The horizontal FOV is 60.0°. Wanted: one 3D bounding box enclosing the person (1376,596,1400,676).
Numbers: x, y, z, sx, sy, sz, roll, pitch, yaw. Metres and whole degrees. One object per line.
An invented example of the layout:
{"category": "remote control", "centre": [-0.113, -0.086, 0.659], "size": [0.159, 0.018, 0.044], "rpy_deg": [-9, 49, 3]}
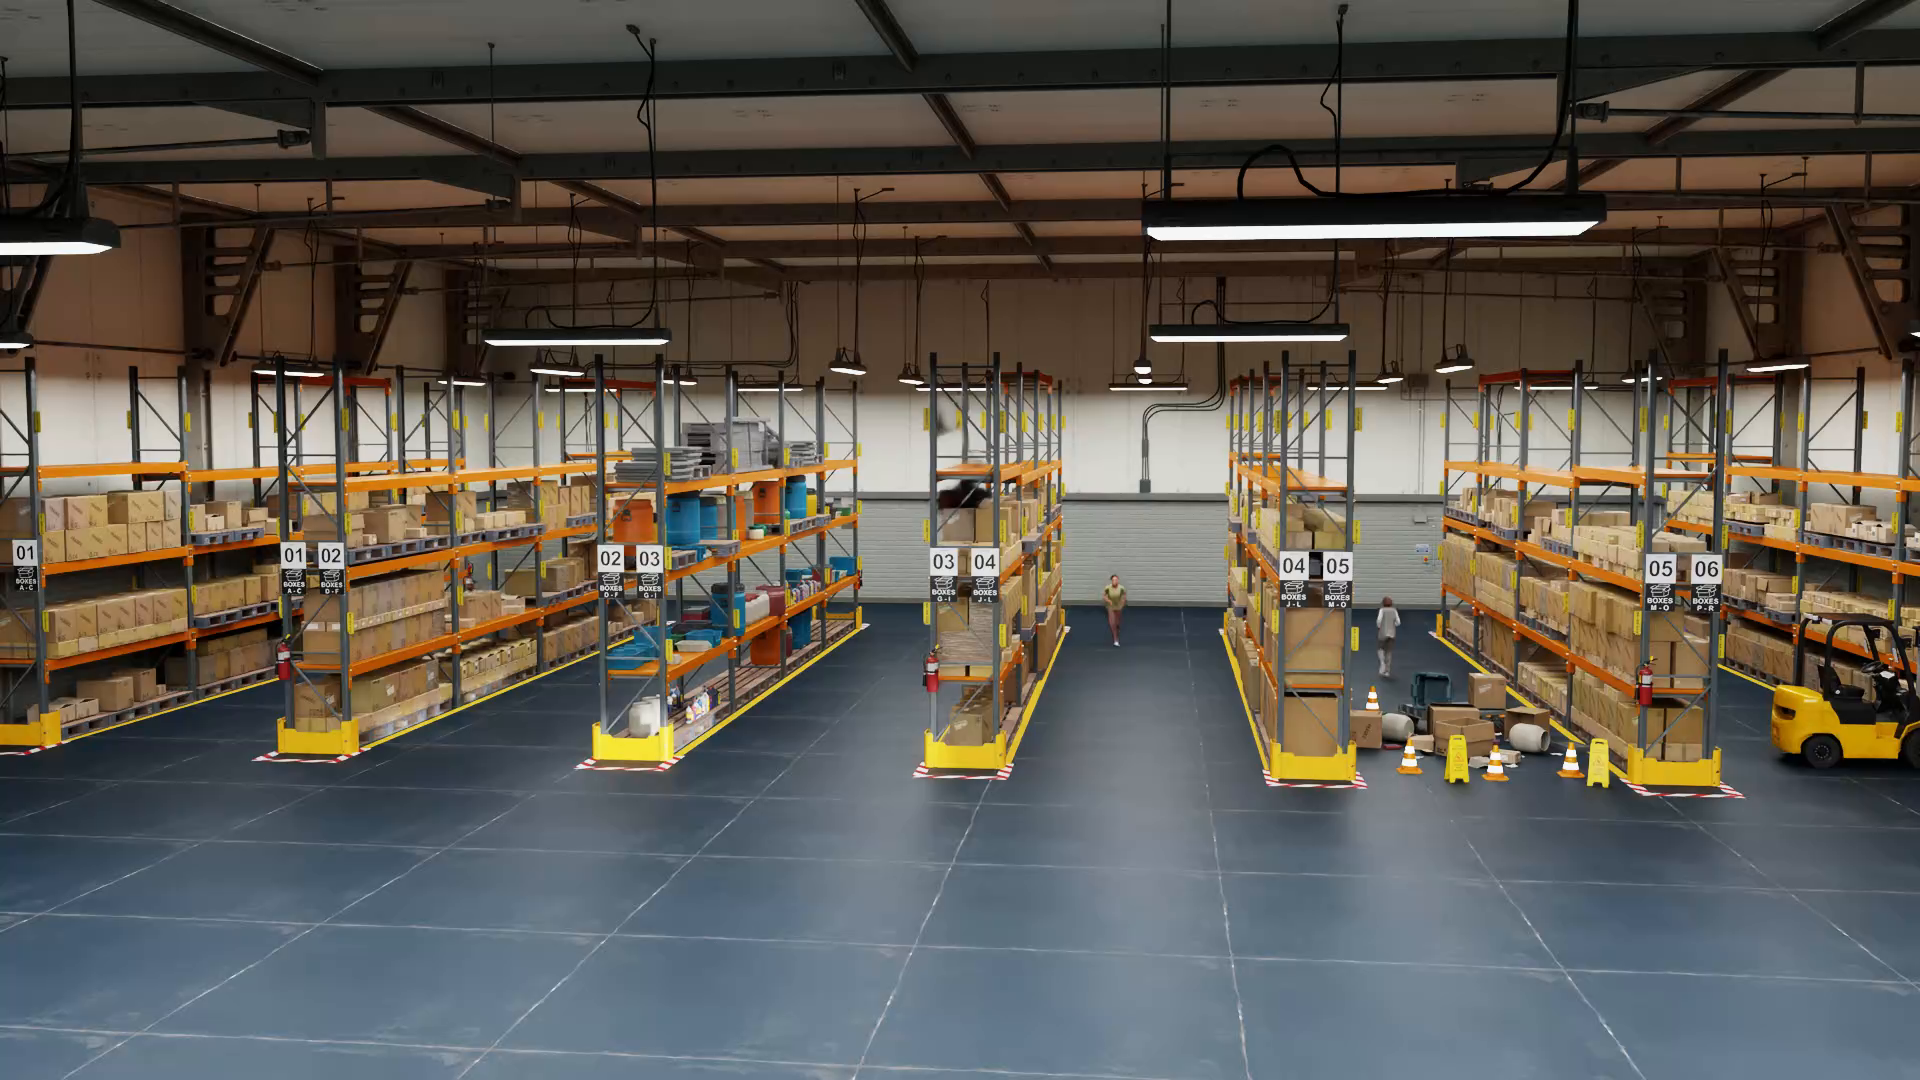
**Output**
{"category": "person", "centre": [8.430, 1.892, 32.898], "size": [0.519, 1.565, 0.552], "rpy_deg": [0, 4, -3]}

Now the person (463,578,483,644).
{"category": "person", "centre": [-10.562, 1.644, 35.854], "size": [0.569, 1.661, 0.554], "rpy_deg": [1, 4, 13]}

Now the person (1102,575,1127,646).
{"category": "person", "centre": [3.466, 1.564, 37.329], "size": [0.553, 1.610, 0.695], "rpy_deg": [0, 4, 5]}
